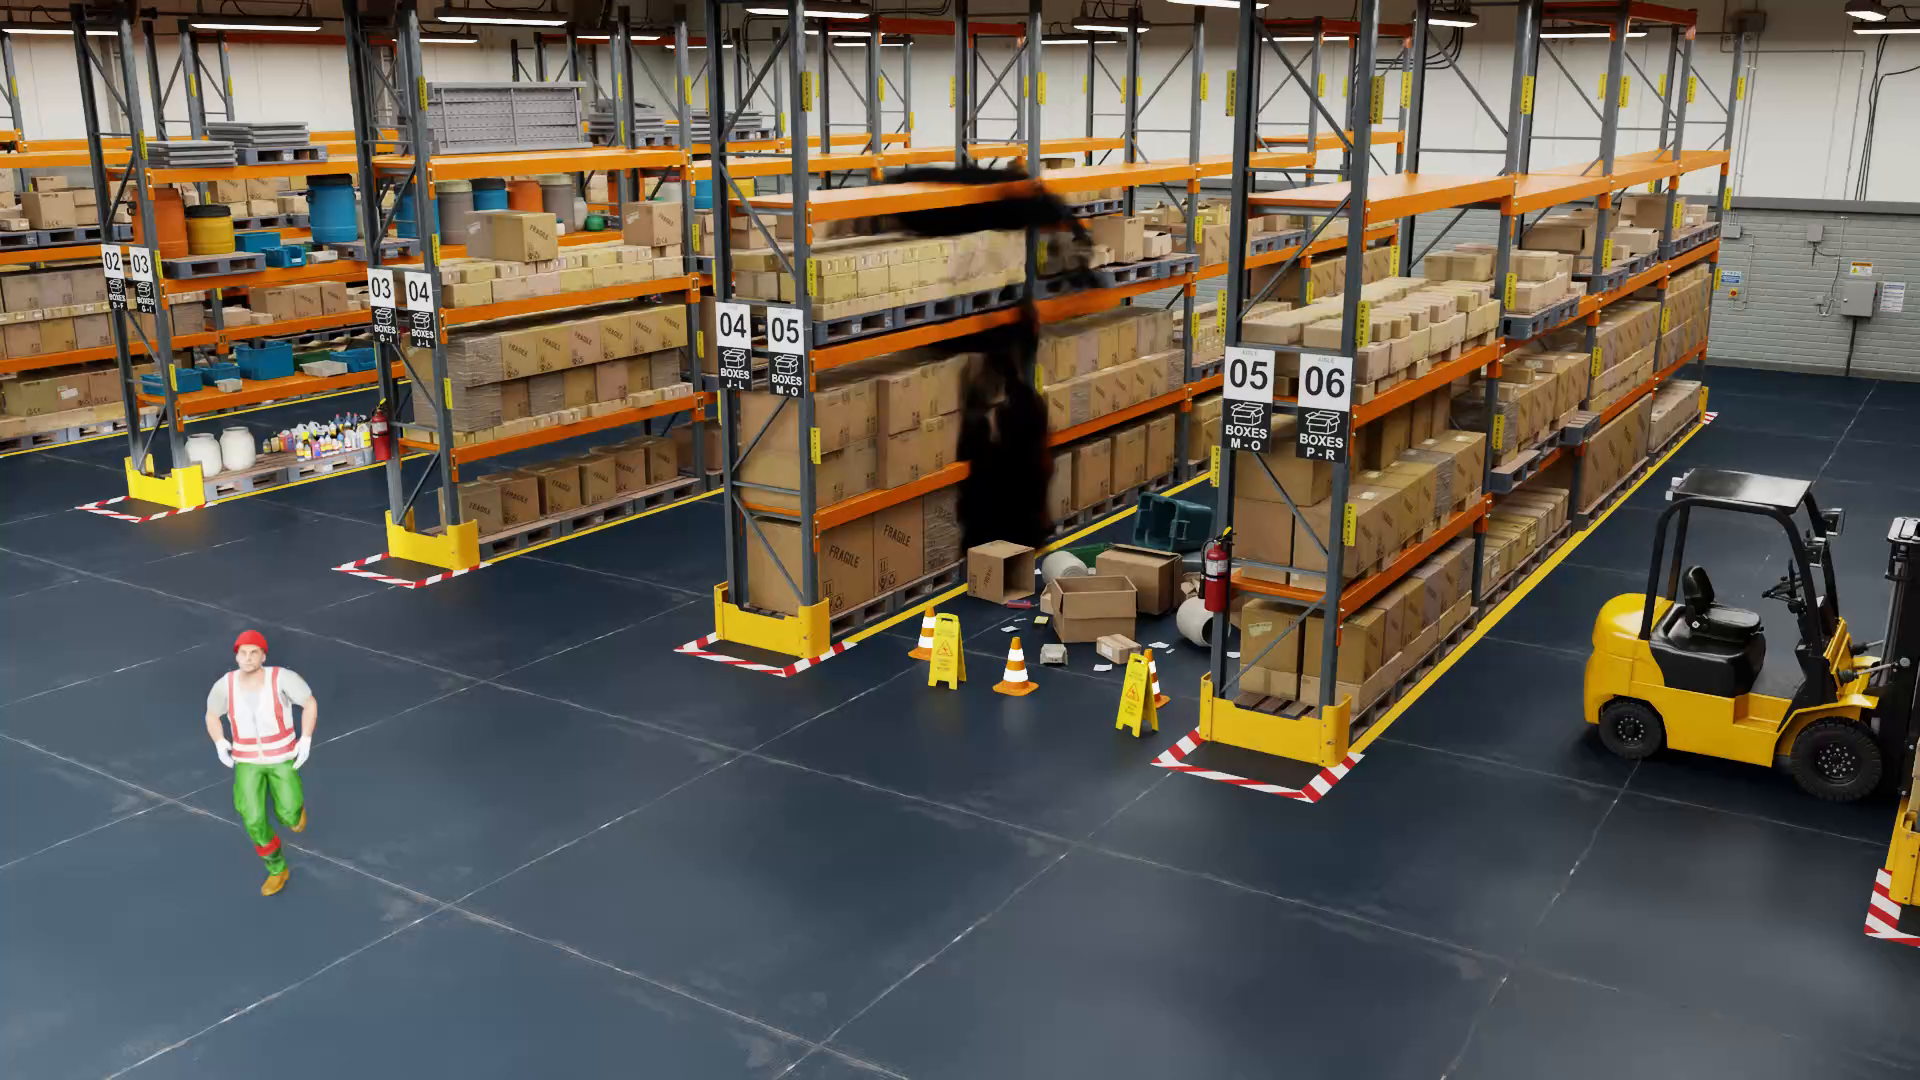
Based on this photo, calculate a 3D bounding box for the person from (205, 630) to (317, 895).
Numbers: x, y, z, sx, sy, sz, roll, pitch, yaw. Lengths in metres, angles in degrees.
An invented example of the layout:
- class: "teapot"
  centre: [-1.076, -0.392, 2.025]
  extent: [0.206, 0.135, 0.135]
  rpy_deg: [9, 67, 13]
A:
- class: "person"
  centre: [-4.574, 1.410, 10.949]
  extent: [0.688, 1.735, 0.670]
  rpy_deg: [-4, 16, -15]

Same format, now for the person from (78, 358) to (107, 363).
- class: "person"
  centre: [-14.172, -3.143, 27.246]
  extent: [0.691, 1.762, 0.799]
  rpy_deg: [7, 17, 25]
